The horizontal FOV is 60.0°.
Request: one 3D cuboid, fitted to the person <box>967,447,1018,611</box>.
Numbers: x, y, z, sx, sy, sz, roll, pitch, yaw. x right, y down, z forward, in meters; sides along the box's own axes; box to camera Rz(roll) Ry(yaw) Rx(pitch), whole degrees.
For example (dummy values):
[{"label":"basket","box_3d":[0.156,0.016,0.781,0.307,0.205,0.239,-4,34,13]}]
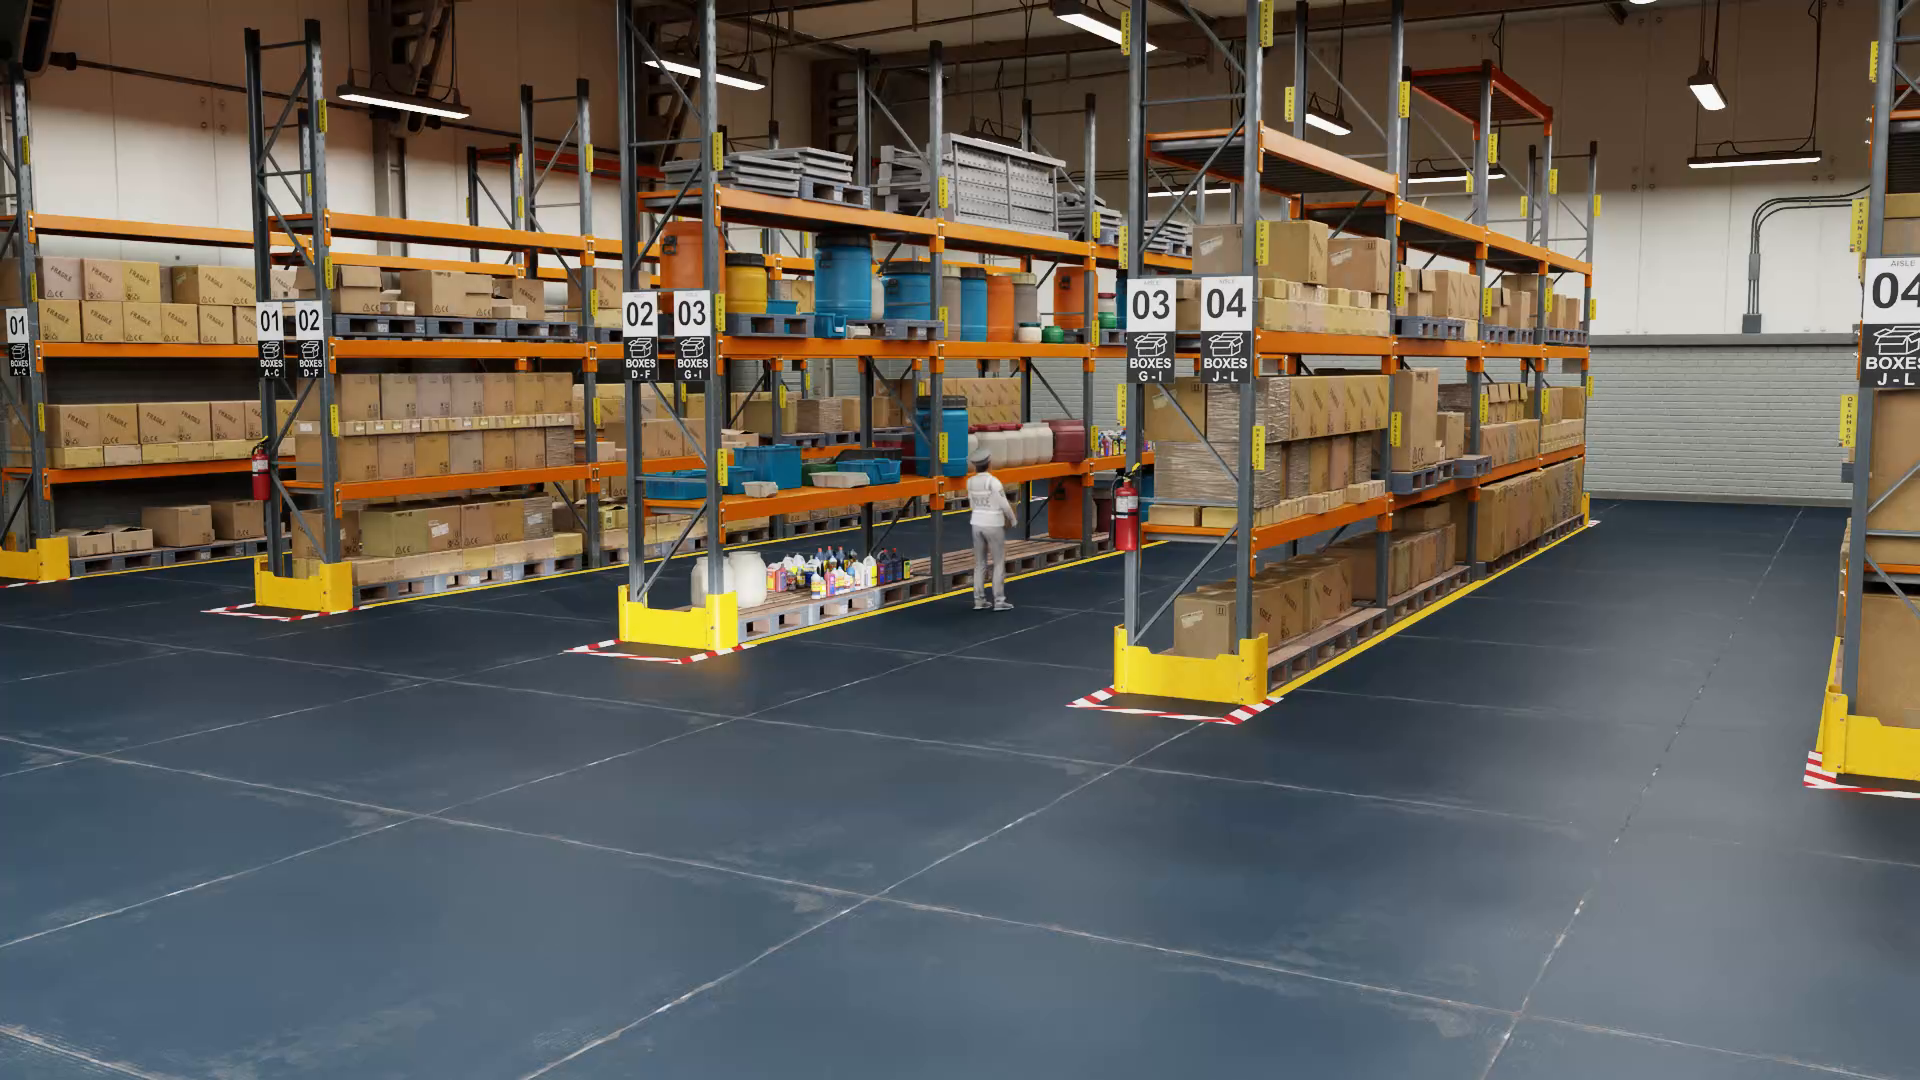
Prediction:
[{"label":"person","box_3d":[0.327,-0.121,17.328,0.468,1.699,0.548,5,8,41]}]
